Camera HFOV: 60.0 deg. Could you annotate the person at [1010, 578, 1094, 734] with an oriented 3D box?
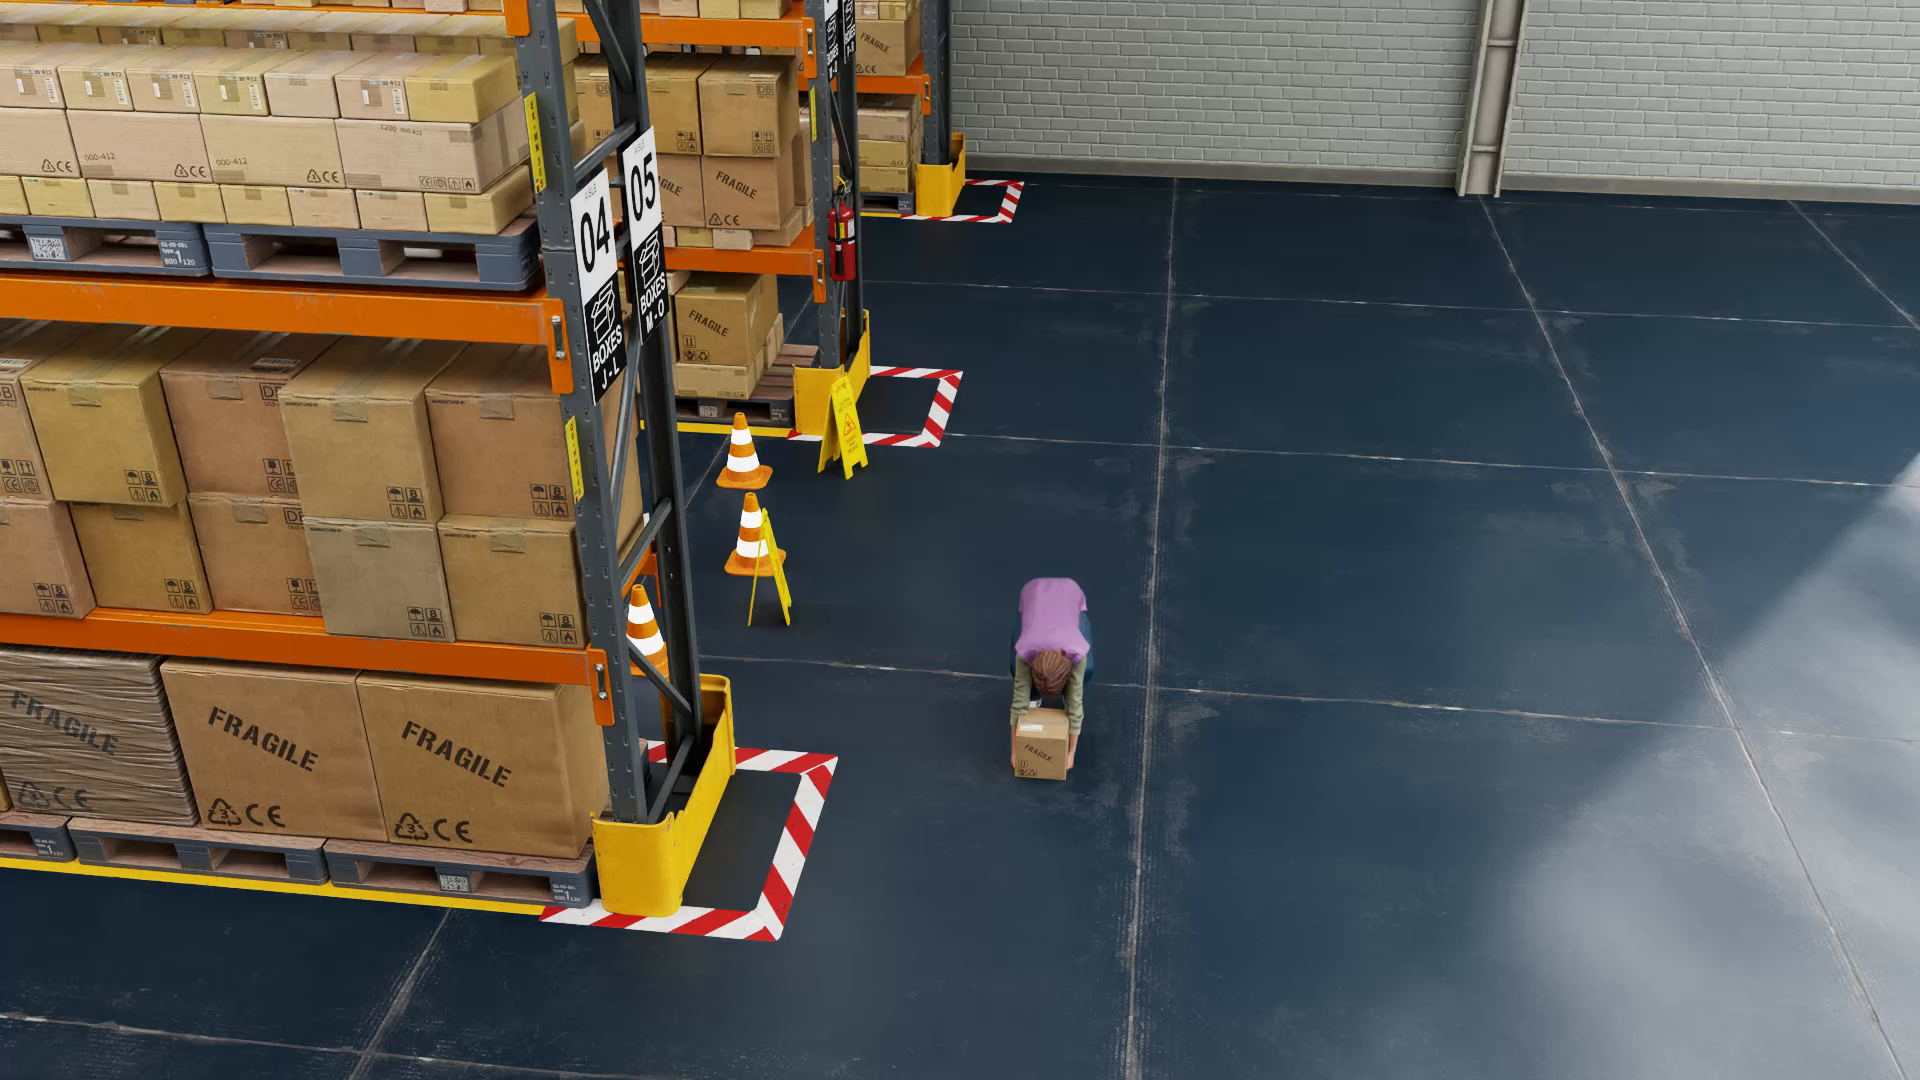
[{"bbox_3d":[0.469,0.569,8.407,0.424,0.674,0.732,3,29,5],"label":"person"}]
